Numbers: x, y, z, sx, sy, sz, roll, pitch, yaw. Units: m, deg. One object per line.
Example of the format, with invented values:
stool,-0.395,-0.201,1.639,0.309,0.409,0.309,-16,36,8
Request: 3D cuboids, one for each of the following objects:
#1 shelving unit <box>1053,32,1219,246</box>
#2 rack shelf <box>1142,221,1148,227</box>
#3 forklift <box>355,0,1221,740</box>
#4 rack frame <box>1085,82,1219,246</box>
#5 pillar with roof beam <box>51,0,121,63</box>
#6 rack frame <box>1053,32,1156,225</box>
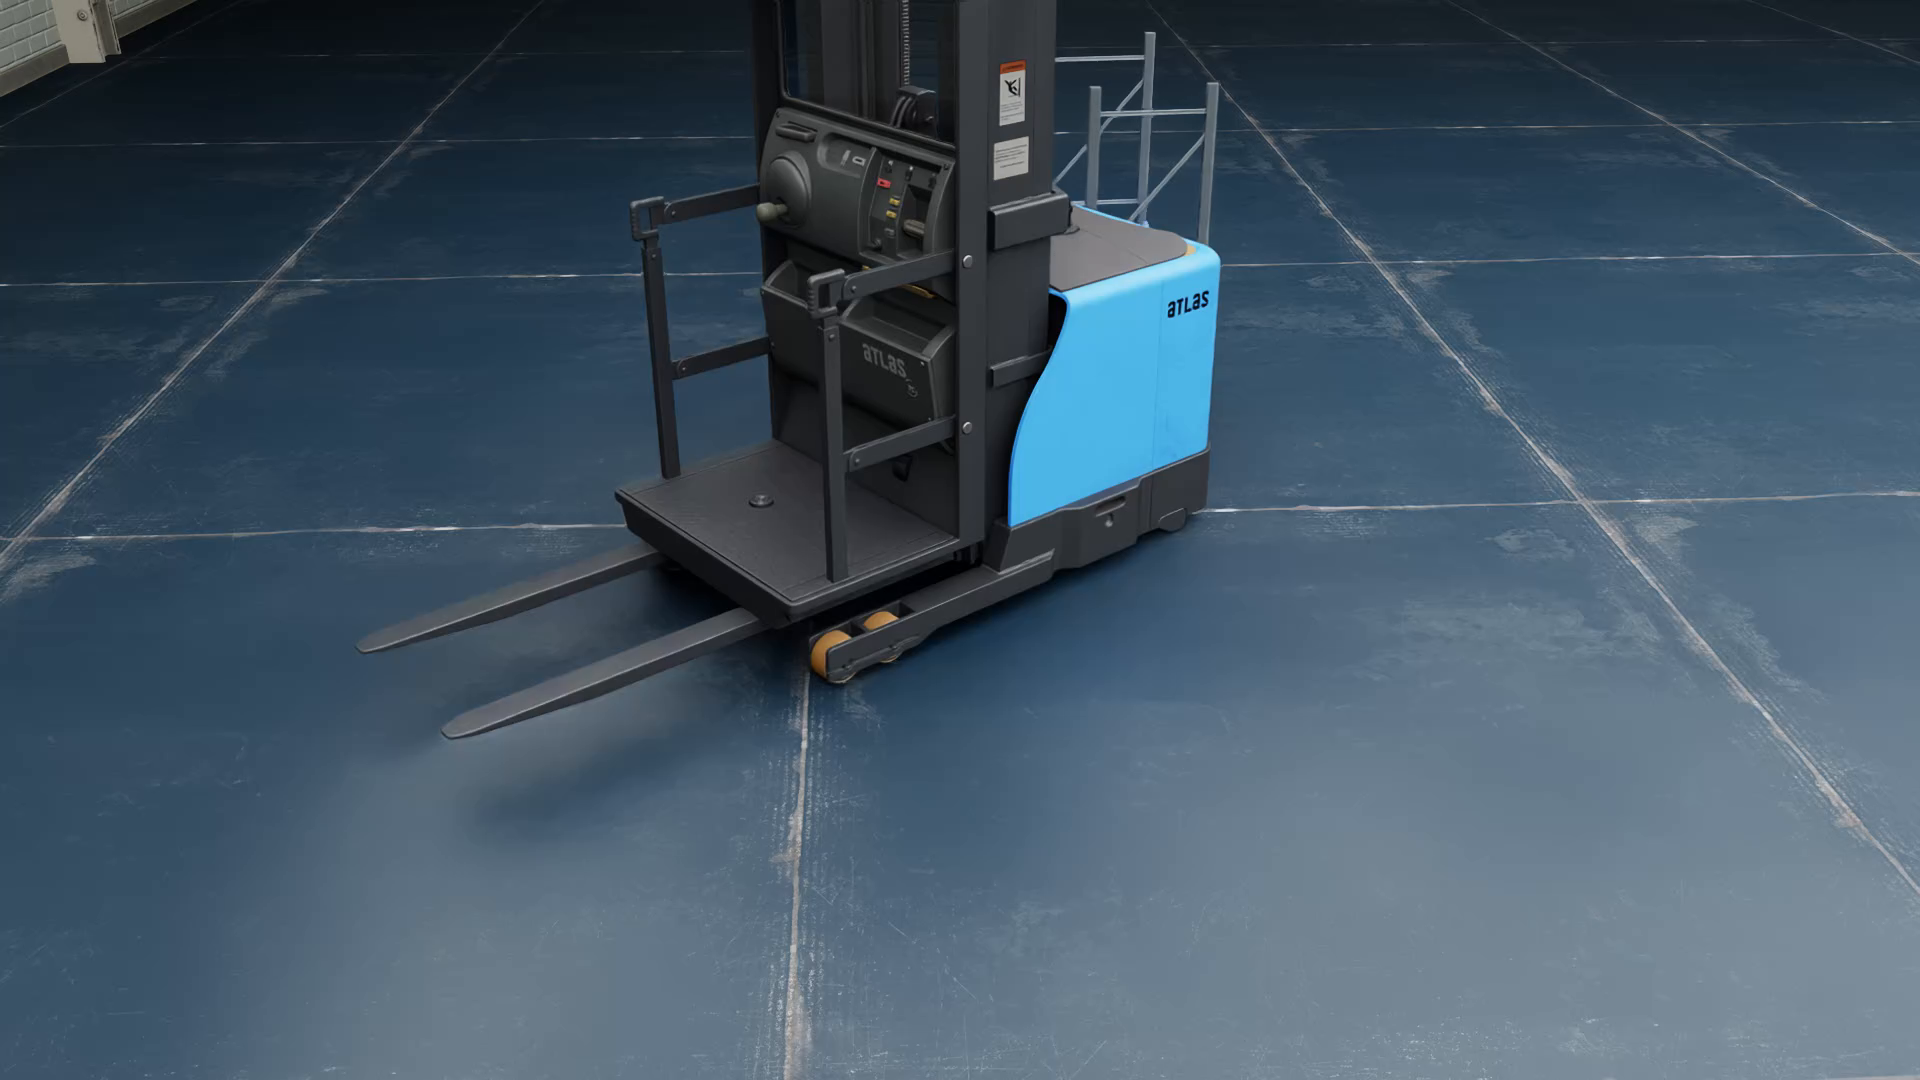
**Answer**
shelving unit,0.671,-1.297,7.116,0.538,1.500,1.048,-4,28,-7
rack shelf,0.671,-1.138,7.199,0.538,0.185,1.000,-4,28,-7
forklift,-0.504,-1.112,5.212,3.031,2.935,1.130,-21,34,-35
rack frame,0.739,-1.064,6.669,0.500,1.500,0.032,-4,28,-7
pillar with roof beam,-3.030,-8.174,12.190,9.100,9.000,0.400,-1,28,-3
rack frame,0.602,-1.530,7.562,0.500,1.500,0.032,-4,28,-7
